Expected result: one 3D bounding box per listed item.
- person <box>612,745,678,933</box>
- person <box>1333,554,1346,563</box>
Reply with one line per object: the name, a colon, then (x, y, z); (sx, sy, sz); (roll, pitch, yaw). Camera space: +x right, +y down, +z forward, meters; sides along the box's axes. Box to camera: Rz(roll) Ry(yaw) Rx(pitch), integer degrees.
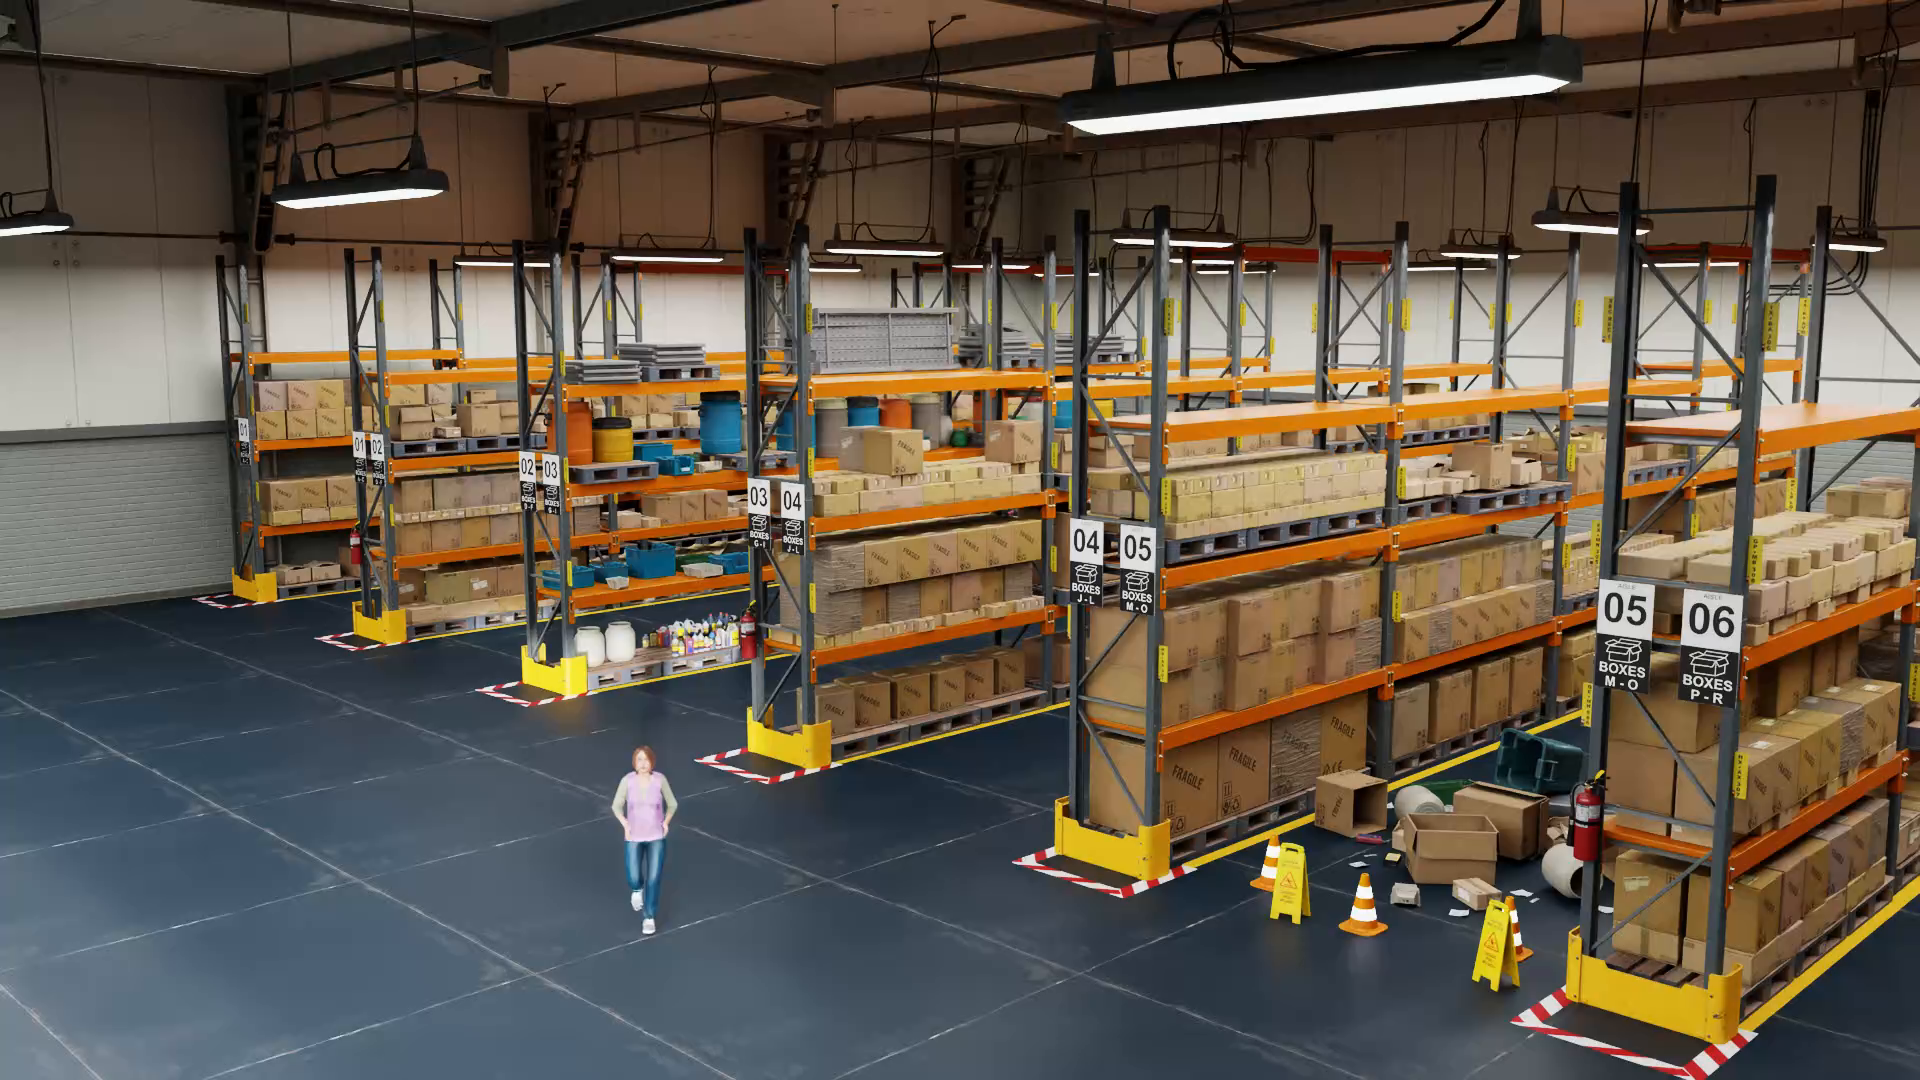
person: (-2.606, 2.459, 13.791); (0.538, 1.547, 0.565); (-1, 8, -10)
person: (5.354, 0.989, 23.639); (0.579, 1.639, 0.913); (7, 11, 40)
